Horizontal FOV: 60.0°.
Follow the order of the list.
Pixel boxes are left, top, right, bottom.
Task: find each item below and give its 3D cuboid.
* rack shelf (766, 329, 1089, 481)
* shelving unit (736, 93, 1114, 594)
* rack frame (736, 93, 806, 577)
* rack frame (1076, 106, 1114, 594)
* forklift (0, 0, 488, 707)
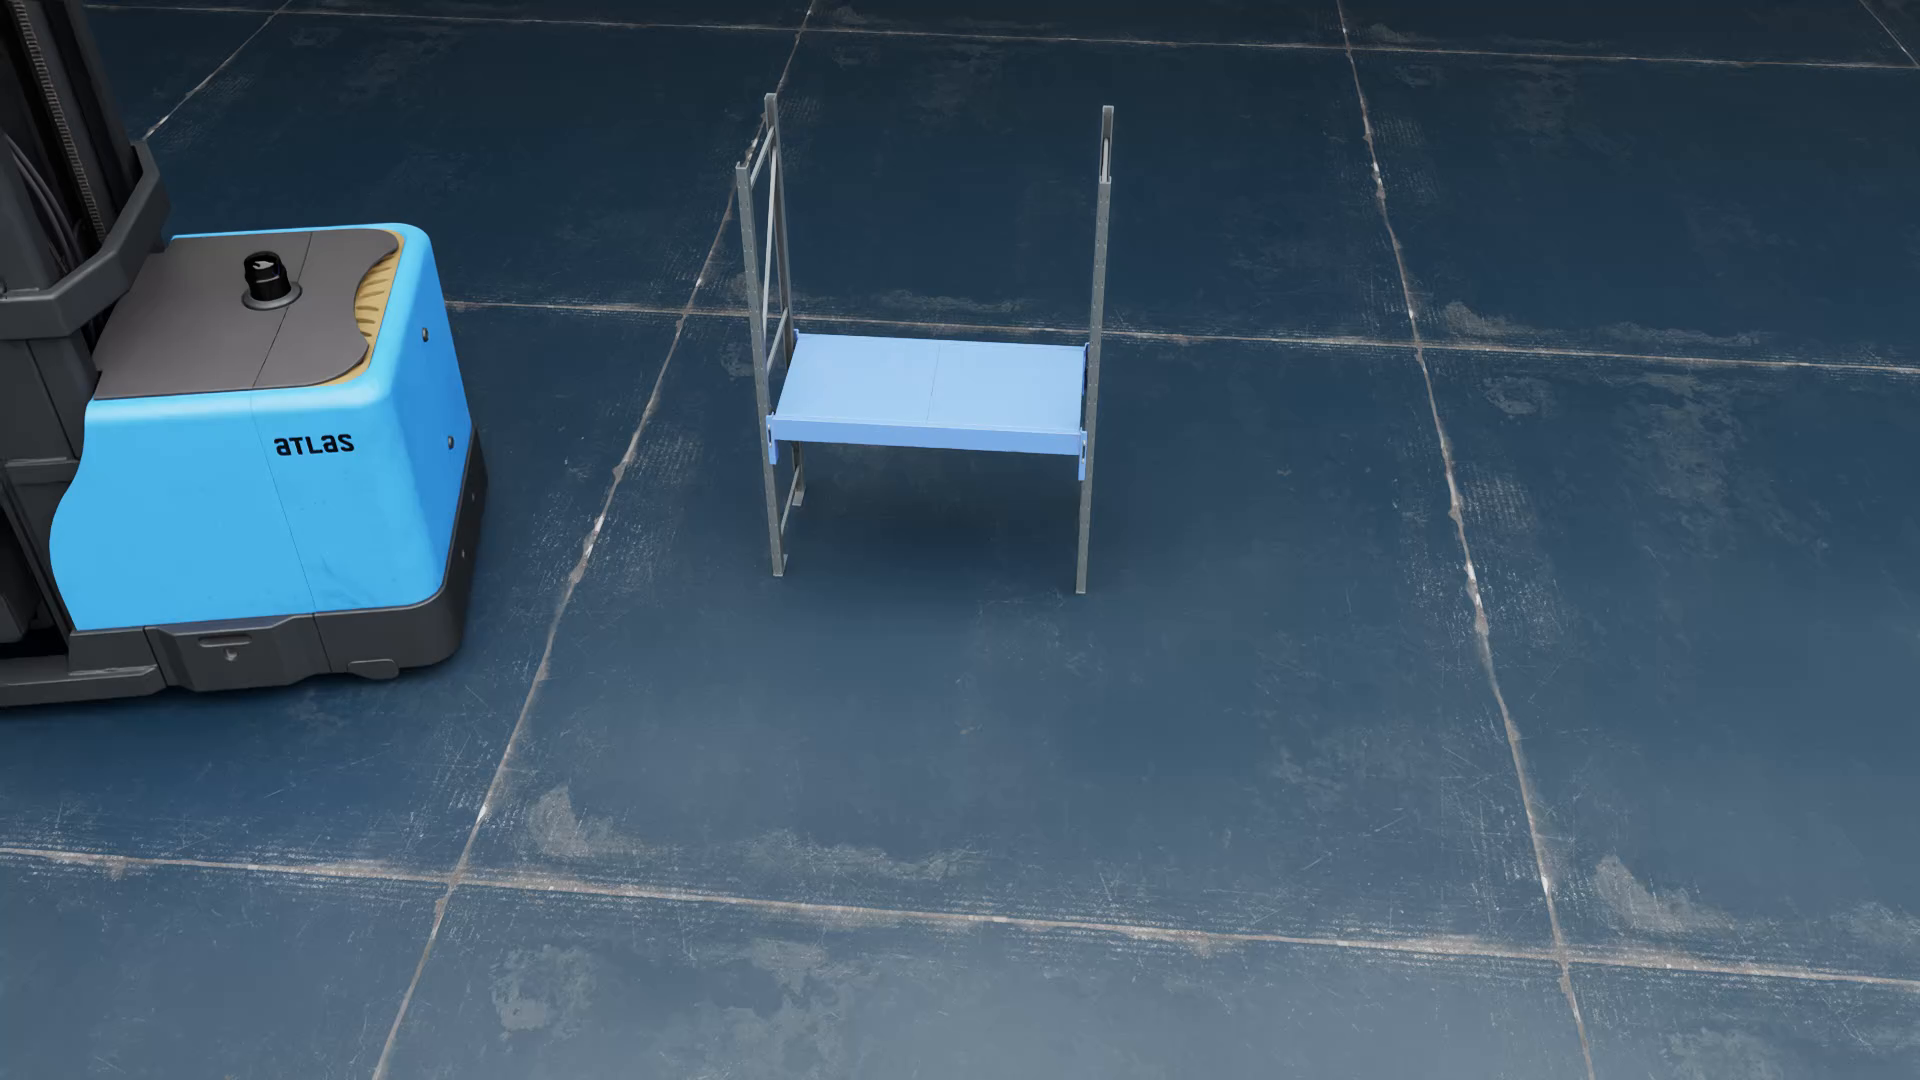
[{"bbox_3d":[-0.085,-0.447,5.396,1.000,0.185,0.538,3,39,4],"label":"rack shelf"},{"bbox_3d":[-0.085,-0.586,5.282,1.048,1.500,0.538,3,39,4],"label":"shelving unit"},{"bbox_3d":[-0.591,-0.614,5.316,0.032,1.500,0.500,3,39,4],"label":"rack frame"},{"bbox_3d":[0.421,-0.559,5.248,0.032,1.500,0.500,3,39,4],"label":"rack frame"},{"bbox_3d":[-3.127,-0.914,4.551,3.031,2.935,1.130,-4,39,-5],"label":"forklift"}]
